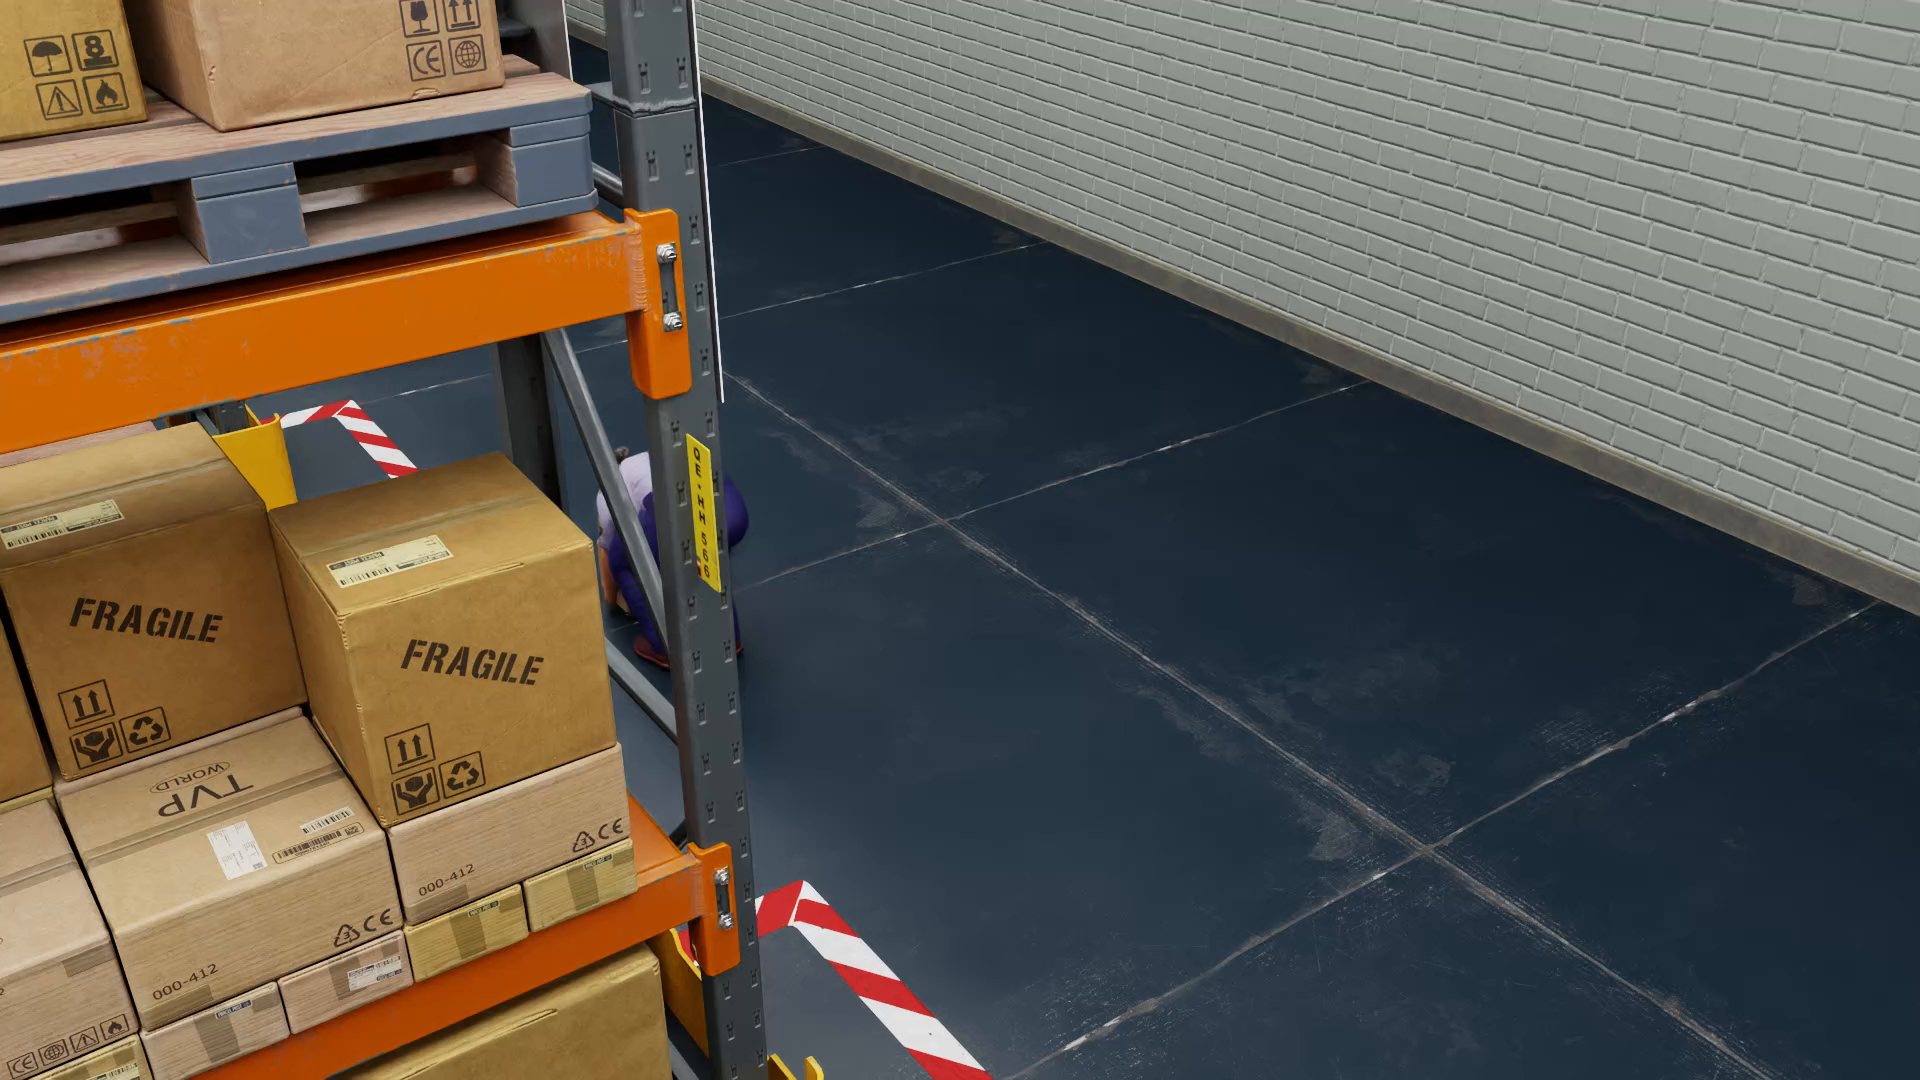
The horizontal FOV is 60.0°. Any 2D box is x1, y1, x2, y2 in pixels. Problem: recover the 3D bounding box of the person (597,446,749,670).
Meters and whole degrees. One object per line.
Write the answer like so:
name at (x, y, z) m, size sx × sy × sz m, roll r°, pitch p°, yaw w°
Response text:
person at (-1.235, 0.012, 6.902) m, size 0.485 × 0.895 × 0.840 m, roll -21°, pitch 35°, yaw -33°
